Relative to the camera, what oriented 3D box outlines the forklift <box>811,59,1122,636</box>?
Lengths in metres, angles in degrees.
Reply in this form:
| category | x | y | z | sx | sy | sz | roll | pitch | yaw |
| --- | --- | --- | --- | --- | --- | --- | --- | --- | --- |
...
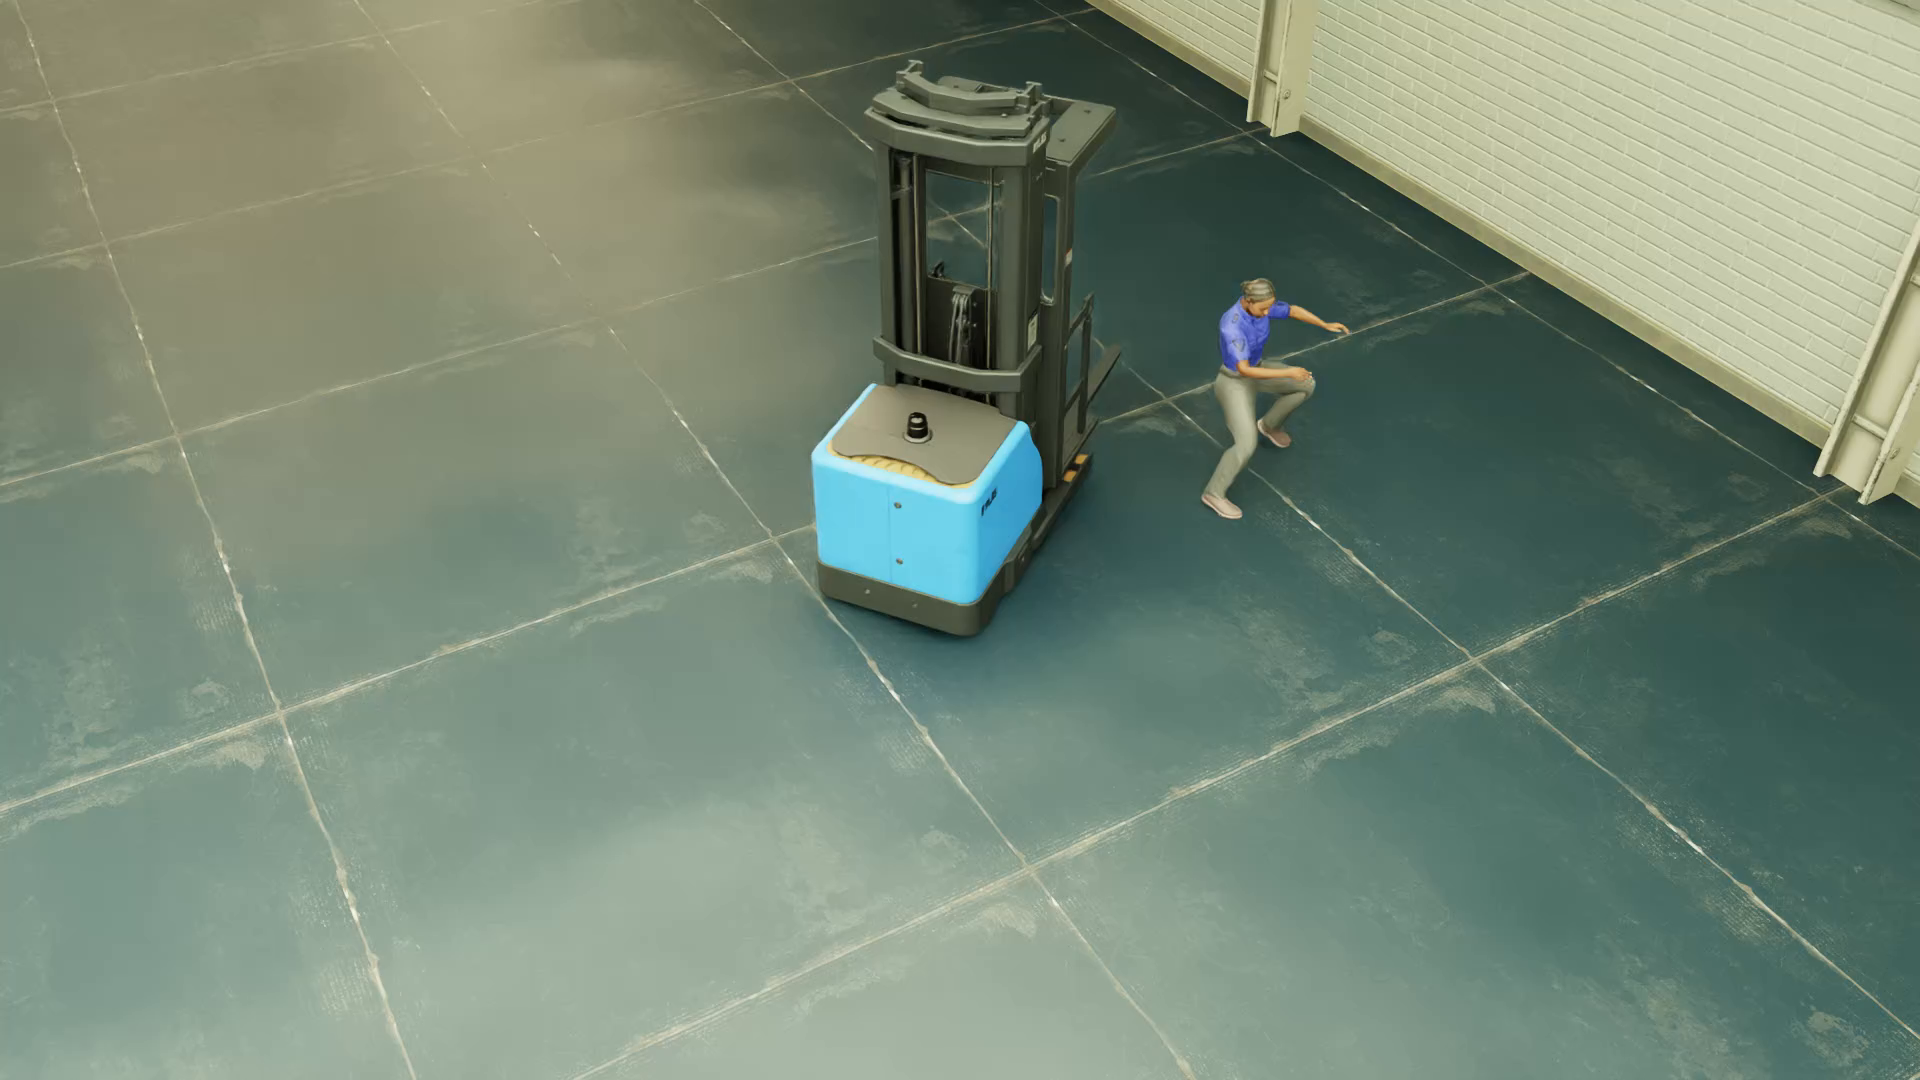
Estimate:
| category | x | y | z | sx | sy | sz | roll | pitch | yaw |
| --- | --- | --- | --- | --- | --- | --- | --- | --- | --- |
| forklift | 0.213 | -1.517 | 9.865 | 1.130 | 2.935 | 3.031 | 16 | 42 | 18 |

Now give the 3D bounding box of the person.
| category | x | y | z | sx | sy | sz | roll | pitch | yaw |
| --- | --- | --- | --- | --- | --- | --- | --- | --- | --- |
| person | 1.918 | -0.954 | 10.358 | 0.694 | 1.444 | 0.942 | 30 | 48 | 31 |
